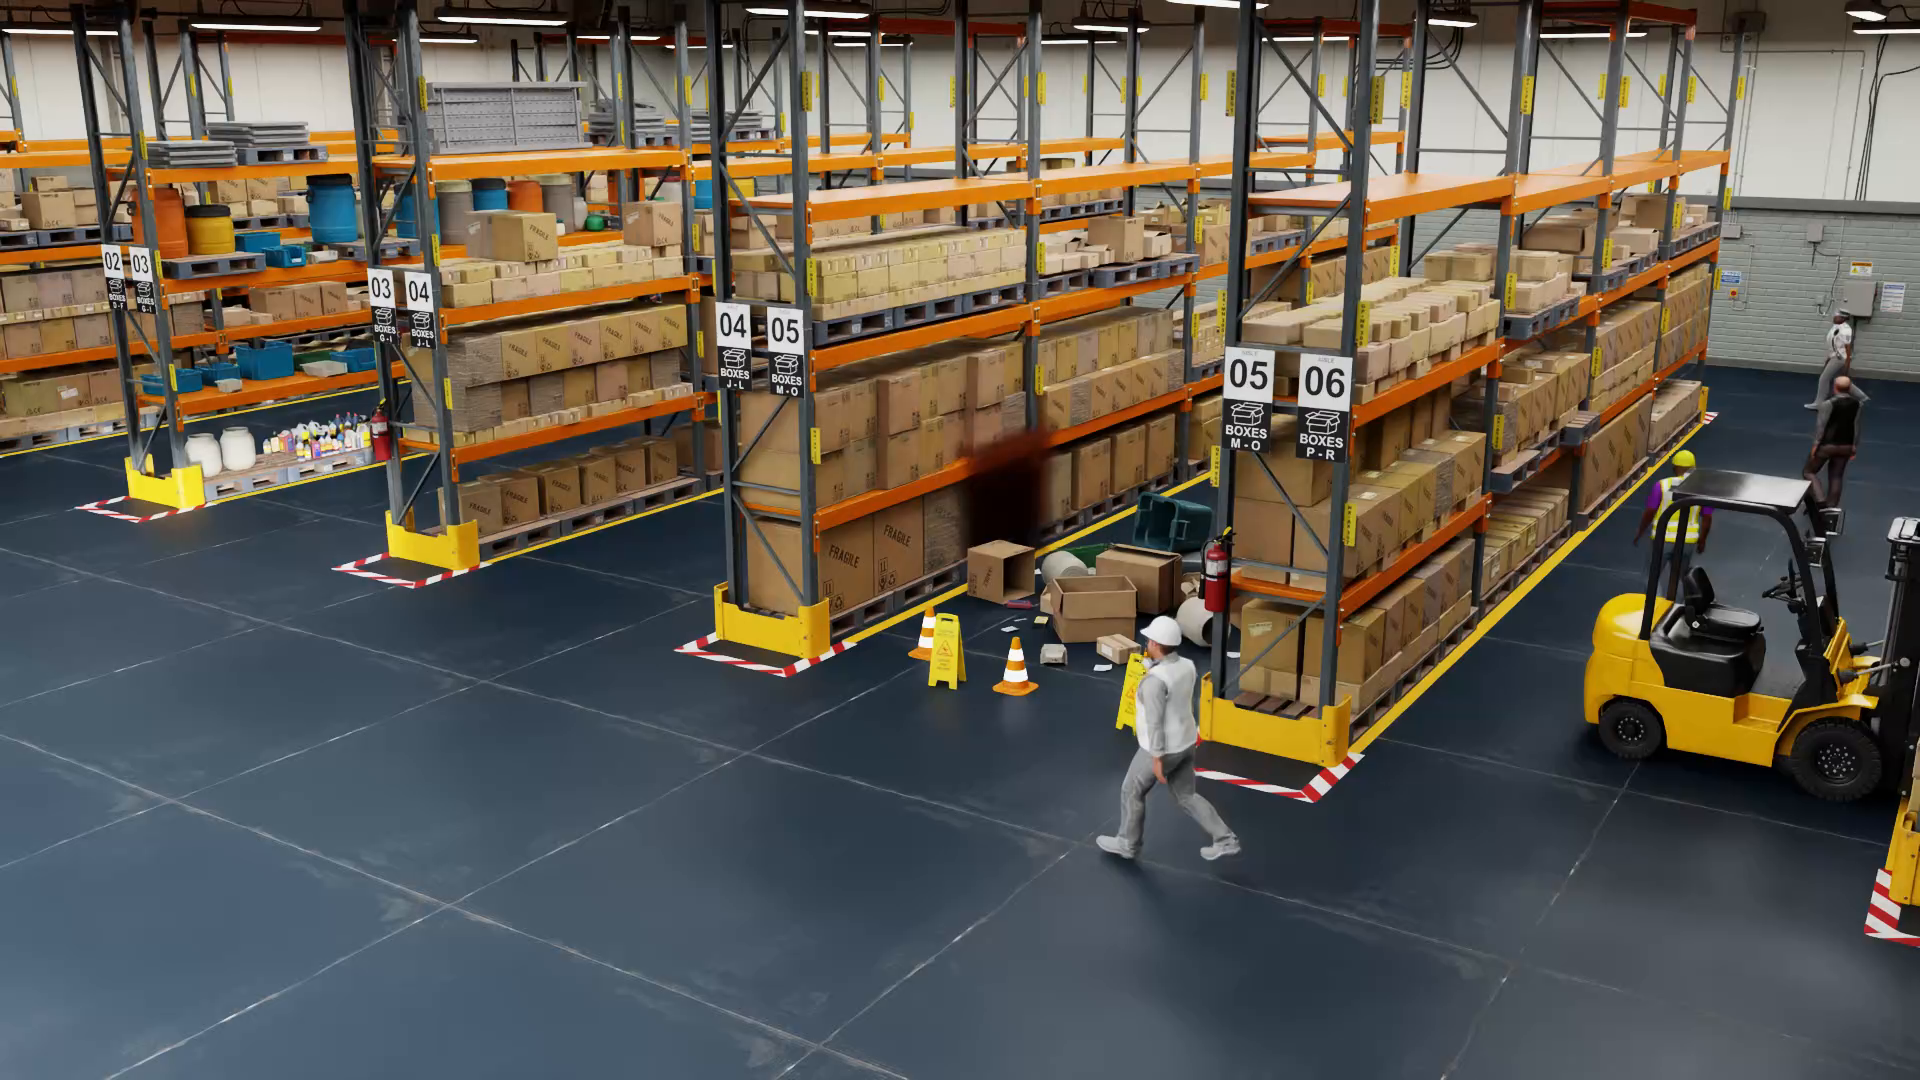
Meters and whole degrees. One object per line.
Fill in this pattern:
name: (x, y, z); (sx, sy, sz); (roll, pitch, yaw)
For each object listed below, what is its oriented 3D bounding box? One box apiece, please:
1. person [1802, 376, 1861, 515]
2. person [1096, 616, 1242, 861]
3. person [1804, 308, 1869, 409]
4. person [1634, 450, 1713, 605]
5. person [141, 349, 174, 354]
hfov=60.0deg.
person: (10.519, -1.017, 20.027); (0.573, 1.529, 0.457); (-1, 16, -3)
person: (1.398, 1.360, 11.079); (0.999, 1.739, 0.543); (10, 19, 33)
person: (14.048, -2.883, 26.477); (0.925, 1.635, 0.459); (6, 17, 21)
person: (6.839, 0.022, 15.934); (0.651, 1.741, 0.629); (2, 16, 8)
person: (-13.830, -3.489, 28.414); (0.667, 1.719, 1.050); (7, 17, 22)
